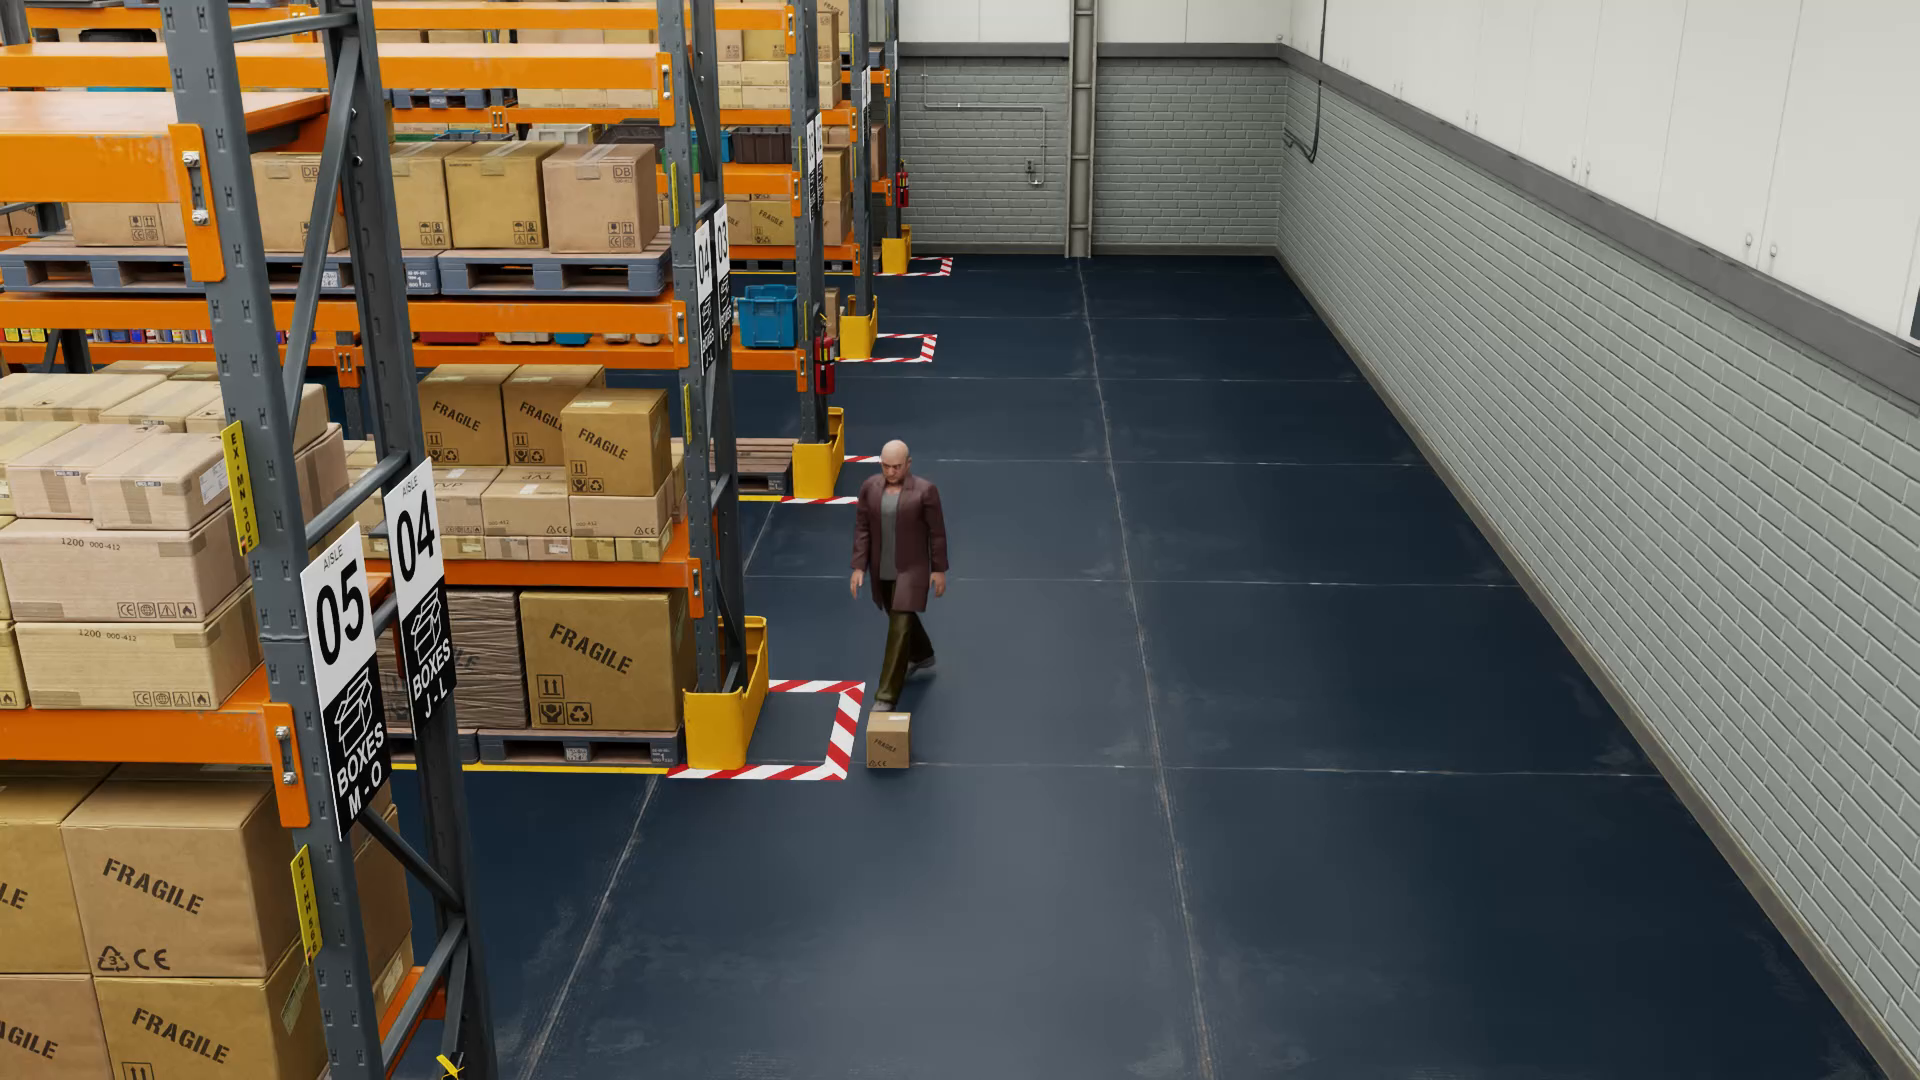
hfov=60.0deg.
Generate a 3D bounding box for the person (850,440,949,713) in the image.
[{"bbox_3d":[-0.423,0.204,10.533,0.579,1.740,1.042,12,24,29],"label":"person"}]
